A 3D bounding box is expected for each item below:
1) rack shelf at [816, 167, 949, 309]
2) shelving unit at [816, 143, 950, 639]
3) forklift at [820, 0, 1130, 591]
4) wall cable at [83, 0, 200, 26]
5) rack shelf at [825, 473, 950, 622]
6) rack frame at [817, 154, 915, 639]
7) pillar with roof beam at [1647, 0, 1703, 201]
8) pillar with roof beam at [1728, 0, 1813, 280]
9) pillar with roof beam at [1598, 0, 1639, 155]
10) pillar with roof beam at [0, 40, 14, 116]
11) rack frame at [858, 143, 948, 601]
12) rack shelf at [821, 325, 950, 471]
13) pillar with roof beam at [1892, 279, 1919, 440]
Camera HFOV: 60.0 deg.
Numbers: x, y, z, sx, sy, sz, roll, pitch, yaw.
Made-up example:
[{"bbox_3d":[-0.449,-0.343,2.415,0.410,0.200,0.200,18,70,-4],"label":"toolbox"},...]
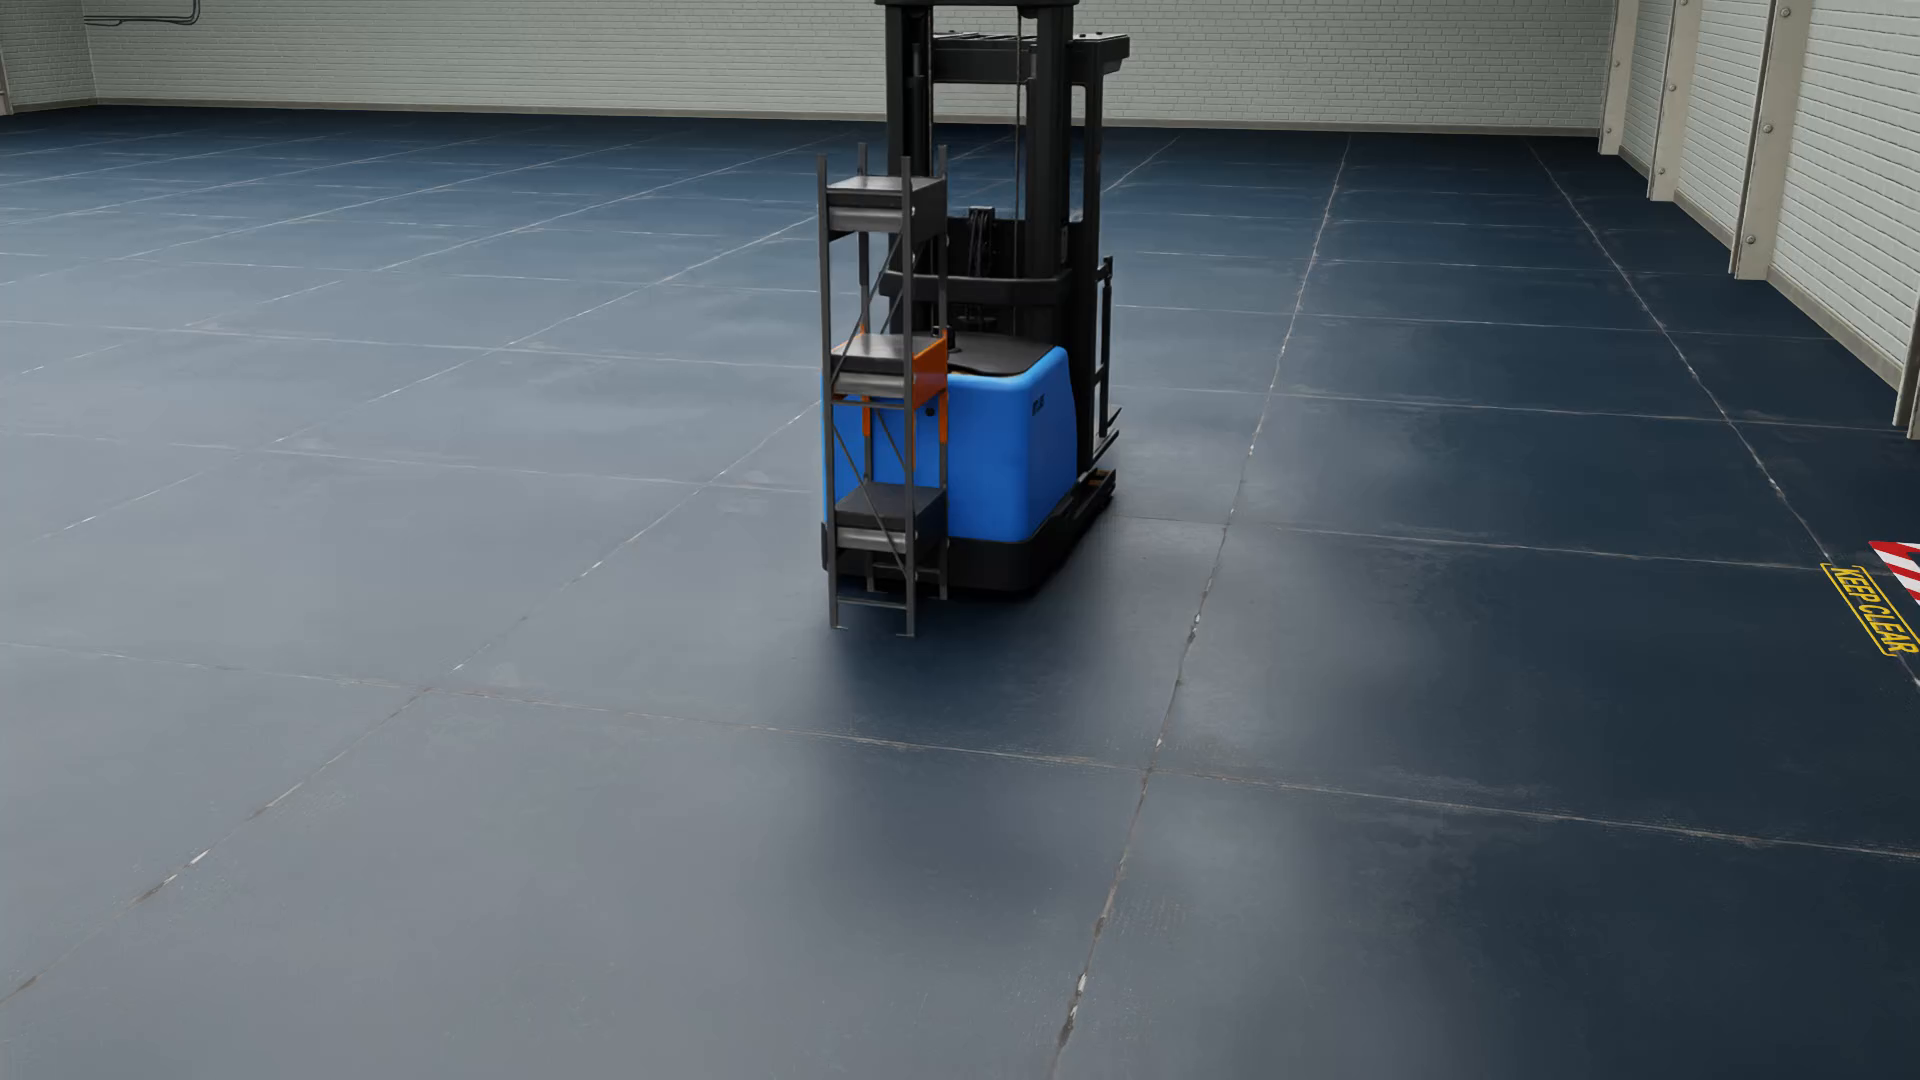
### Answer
[{"bbox_3d":[-0.322,-1.300,7.121,0.431,0.518,0.480,6,20,16],"label":"rack shelf"},{"bbox_3d":[-0.322,-0.650,7.343,0.431,2.100,0.503,6,20,16],"label":"shelving unit"},{"bbox_3d":[0.247,-1.587,8.799,1.130,2.935,3.031,6,20,16],"label":"forklift"},{"bbox_3d":[-17.916,-12.430,35.960,3.097,2.526,0.112,5,19,13],"label":"wall cable"},{"bbox_3d":[-0.322,0.025,7.573,0.431,0.518,0.480,6,20,16],"label":"rack shelf"},{"bbox_3d":[-0.393,-0.575,7.122,0.400,2.100,0.015,6,20,16],"label":"rack frame"},{"bbox_3d":[4.987,-9.052,21.266,9.100,9.000,0.400,5,19,13],"label":"pillar with roof beam"},{"bbox_3d":[3.521,-7.171,15.761,9.100,9.000,0.400,5,19,13],"label":"pillar with roof beam"},{"bbox_3d":[6.453,-10.932,26.772,9.100,9.000,0.400,5,19,13],"label":"pillar with roof beam"},{"bbox_3d":[-15.743,-12.740,32.065,9.100,9.000,0.400,5,19,13],"label":"pillar with roof beam"},{"bbox_3d":[-0.251,-0.726,7.563,0.400,2.100,0.015,6,20,16],"label":"rack frame"},{"bbox_3d":[-0.322,-0.637,7.347,0.431,0.518,0.480,6,20,16],"label":"rack shelf"},{"bbox_3d":[2.055,-5.291,10.255,9.100,9.000,0.400,5,19,13],"label":"pillar with roof beam"}]
